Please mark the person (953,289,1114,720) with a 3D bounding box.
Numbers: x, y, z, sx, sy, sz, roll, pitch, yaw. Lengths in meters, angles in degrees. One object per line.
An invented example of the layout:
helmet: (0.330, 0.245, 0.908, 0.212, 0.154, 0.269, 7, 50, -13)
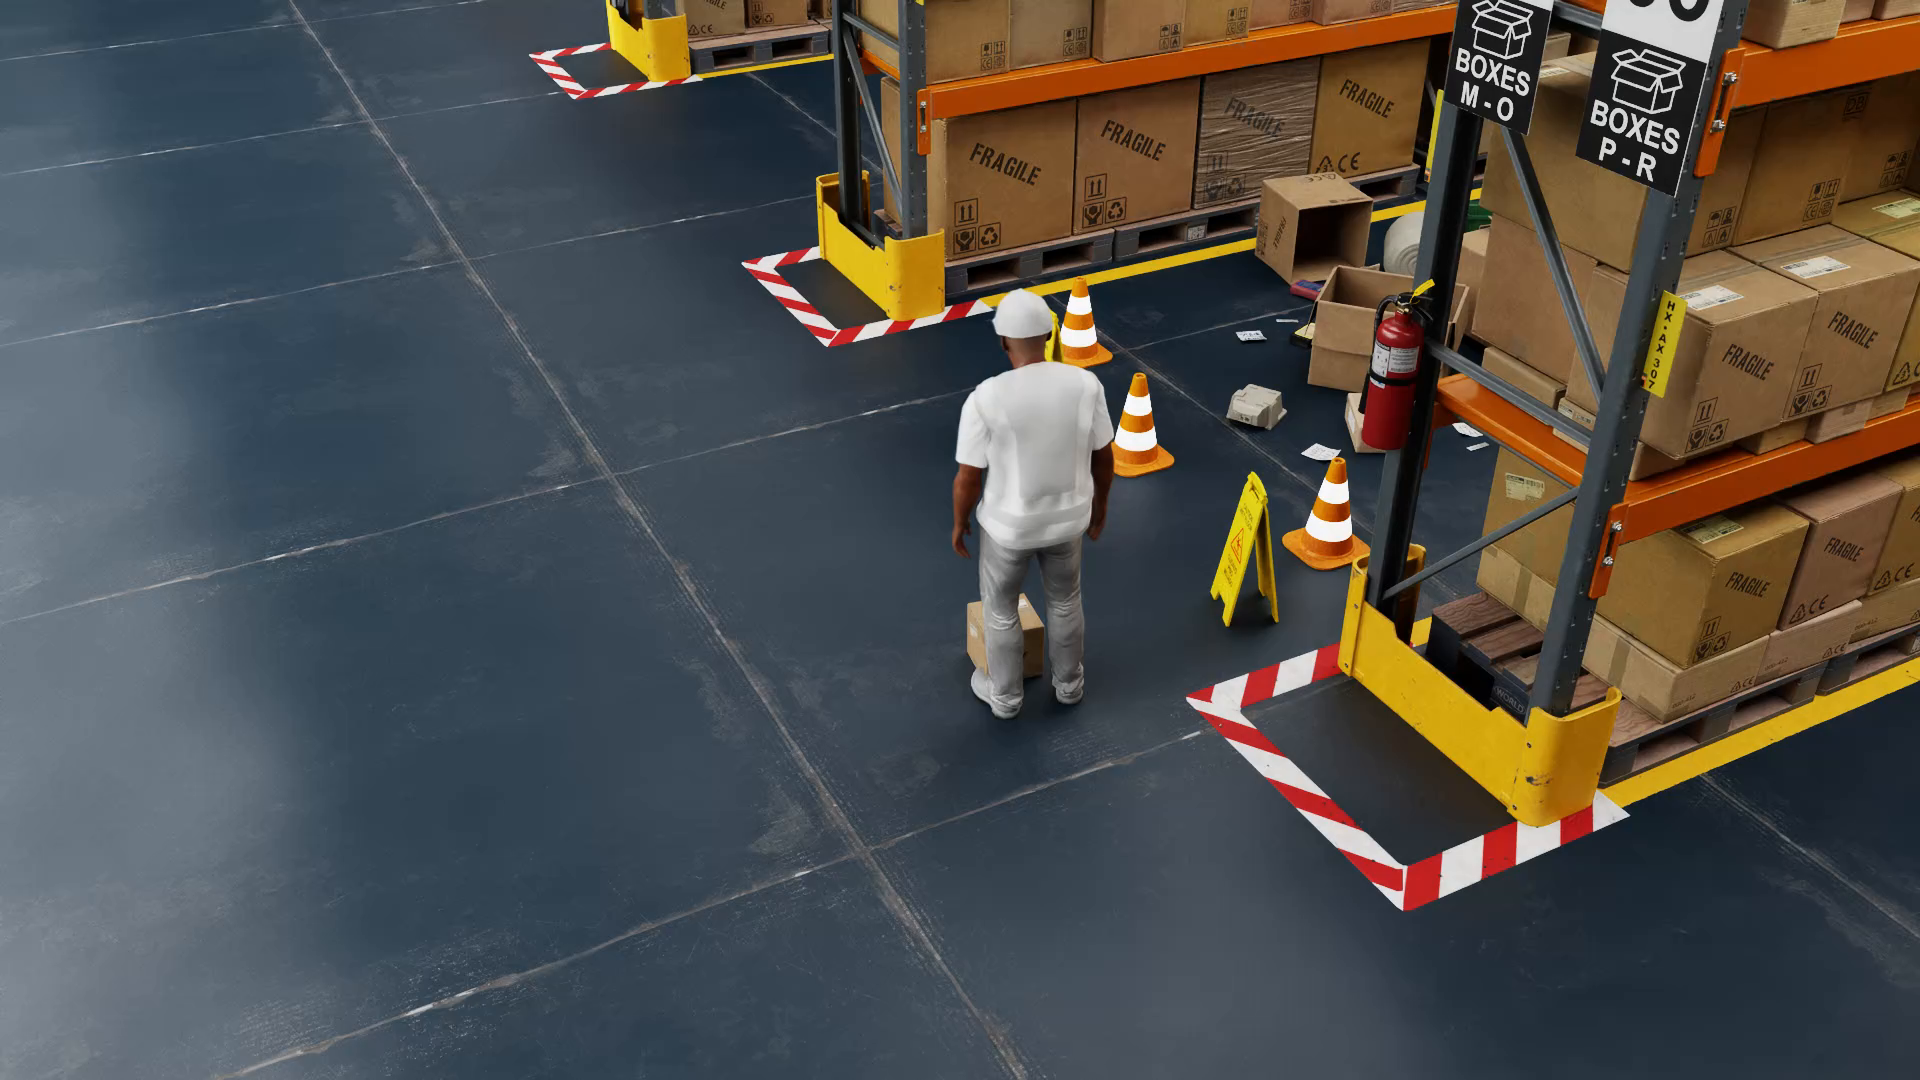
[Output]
person: (0.267, -0.106, 6.287, 0.626, 1.760, 0.461, -9, 34, -13)
